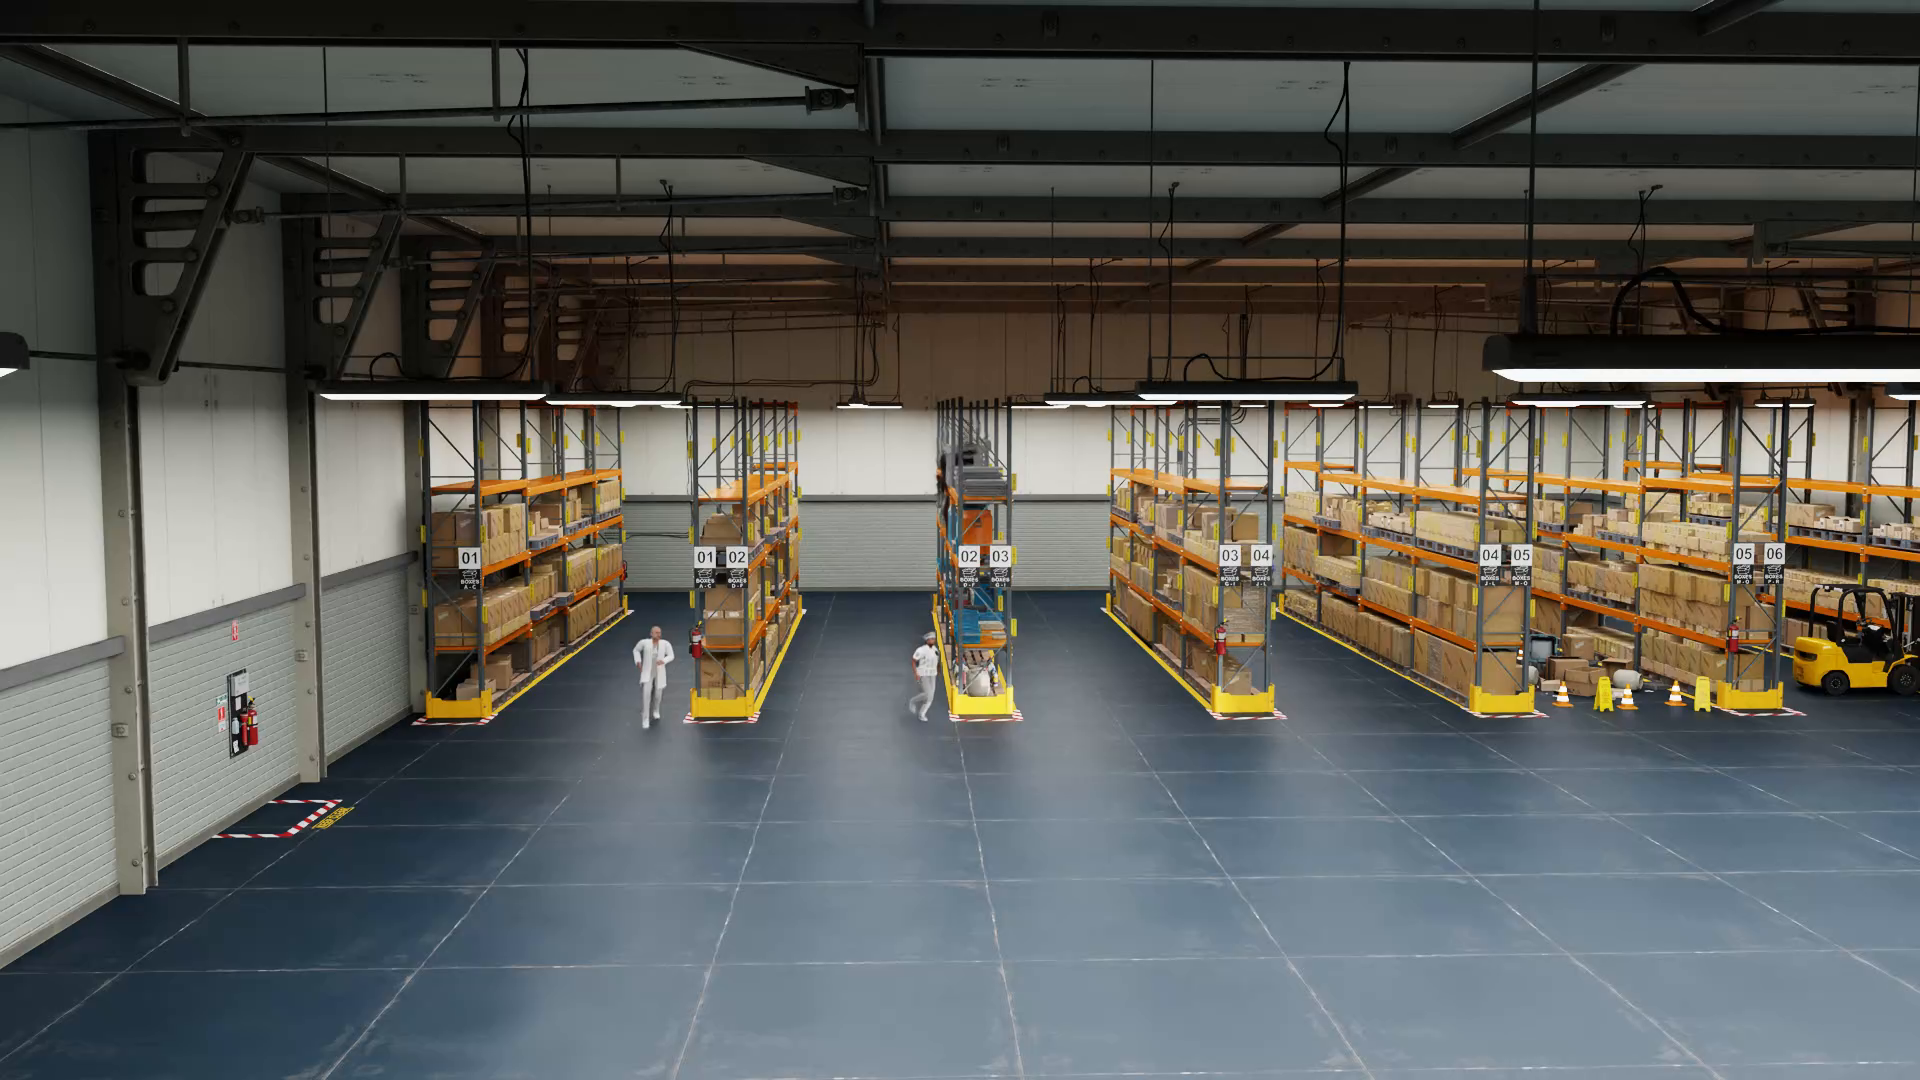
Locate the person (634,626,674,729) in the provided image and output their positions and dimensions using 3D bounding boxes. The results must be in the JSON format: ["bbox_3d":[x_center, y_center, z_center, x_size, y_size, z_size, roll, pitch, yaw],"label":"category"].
[{"bbox_3d":[-5.591,2.484,30.489,0.706,1.806,1.003,-1,5,-18],"label":"person"}]

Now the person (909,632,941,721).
[{"bbox_3d":[-0.593,2.520,30.981,0.612,1.620,0.523,-3,6,-38],"label":"person"}]

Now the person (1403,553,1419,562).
[{"bbox_3d":[13.239,0.998,49.291,1.053,1.783,0.724,0,4,-2],"label":"person"}]
